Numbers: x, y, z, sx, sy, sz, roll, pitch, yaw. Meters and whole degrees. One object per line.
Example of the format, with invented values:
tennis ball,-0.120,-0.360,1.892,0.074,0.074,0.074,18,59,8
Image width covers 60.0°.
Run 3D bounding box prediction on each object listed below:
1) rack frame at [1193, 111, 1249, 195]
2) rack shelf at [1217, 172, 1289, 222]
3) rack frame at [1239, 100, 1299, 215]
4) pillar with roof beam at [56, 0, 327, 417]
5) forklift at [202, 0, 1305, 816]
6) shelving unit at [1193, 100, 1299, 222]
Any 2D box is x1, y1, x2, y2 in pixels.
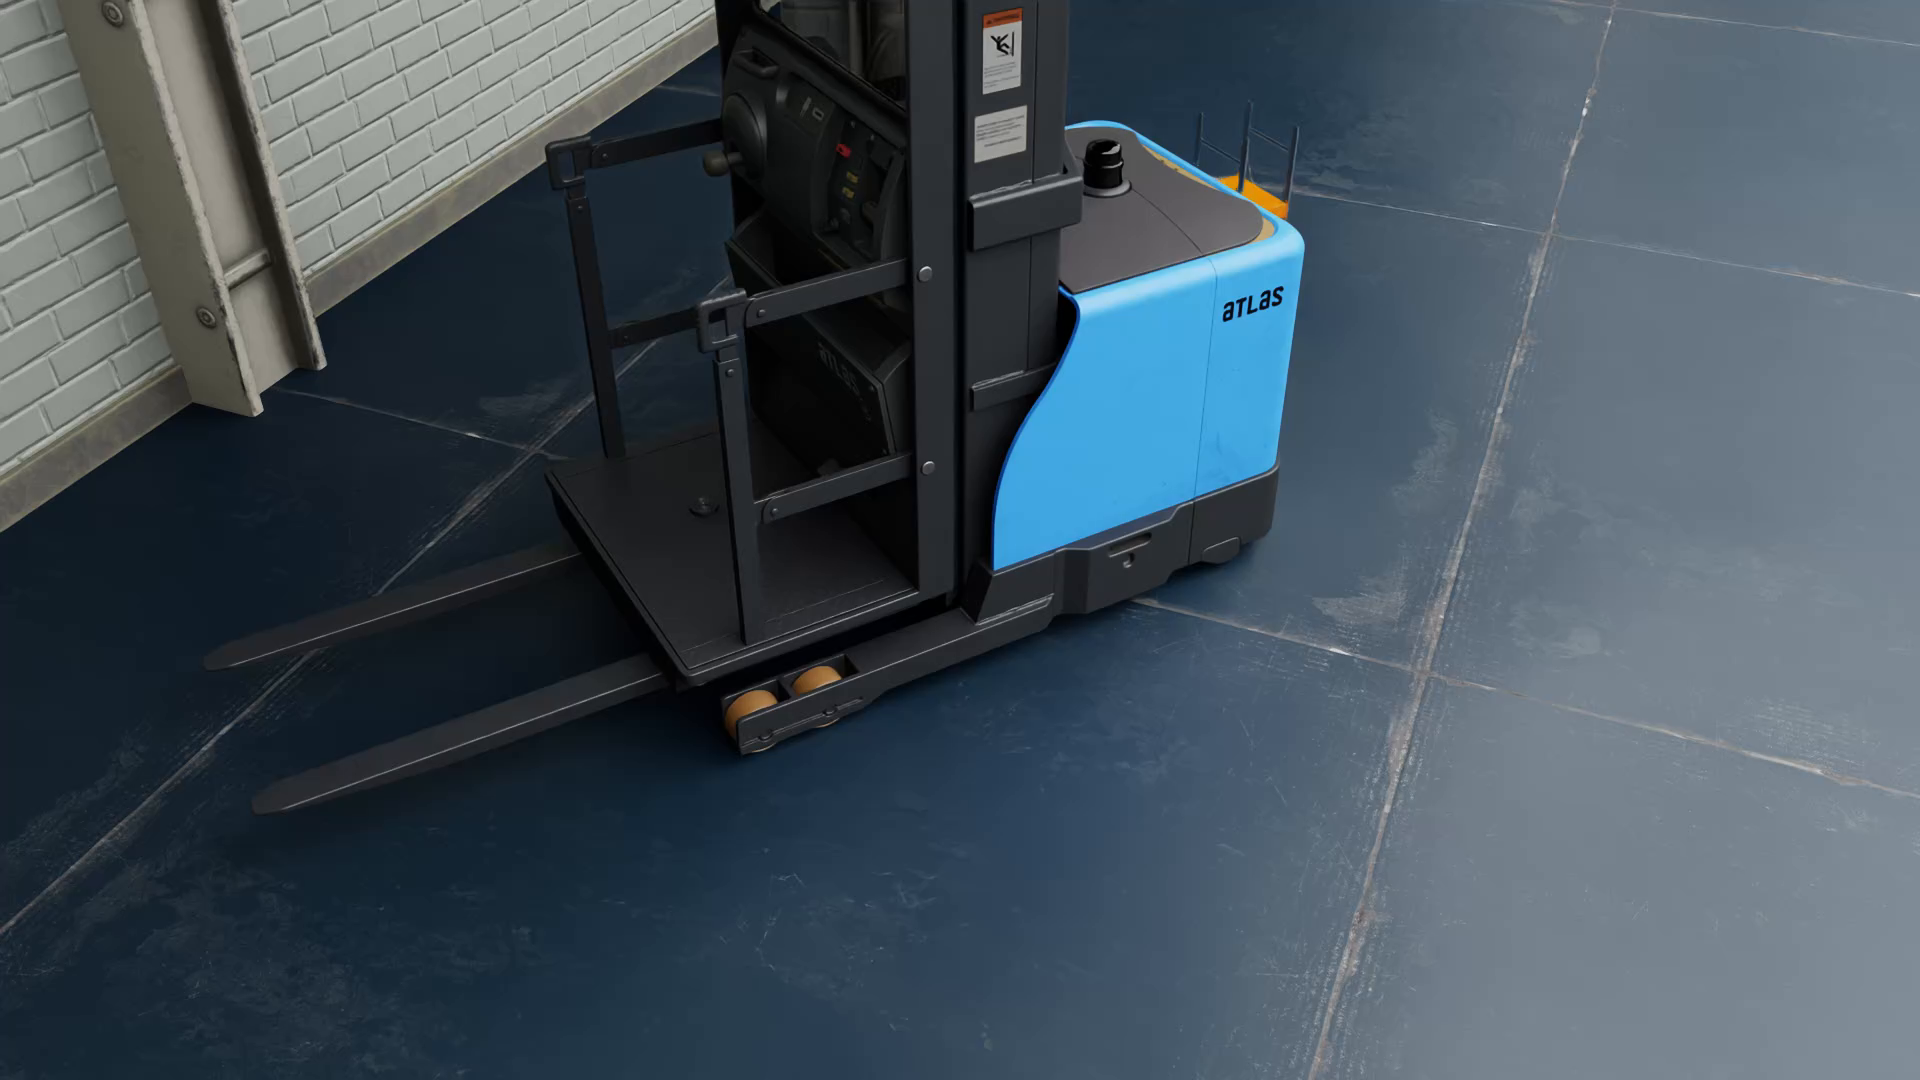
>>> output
rack frame,0.766,-0.731,5.223,0.006,1.200,0.240,-19,41,-24
rack shelf,0.848,-1.011,5.072,0.180,0.103,0.258,-19,41,-24
rack frame,0.925,-0.784,5.297,0.006,1.200,0.240,-19,41,-24
pillar with roof beam,1.440,-3.198,2.012,9.100,9.000,0.400,14,39,18
forklift,-0.557,-0.965,4.093,3.031,2.935,1.130,-19,41,-24
shelving unit,0.845,-0.758,5.260,0.189,1.200,0.258,-19,41,-24
